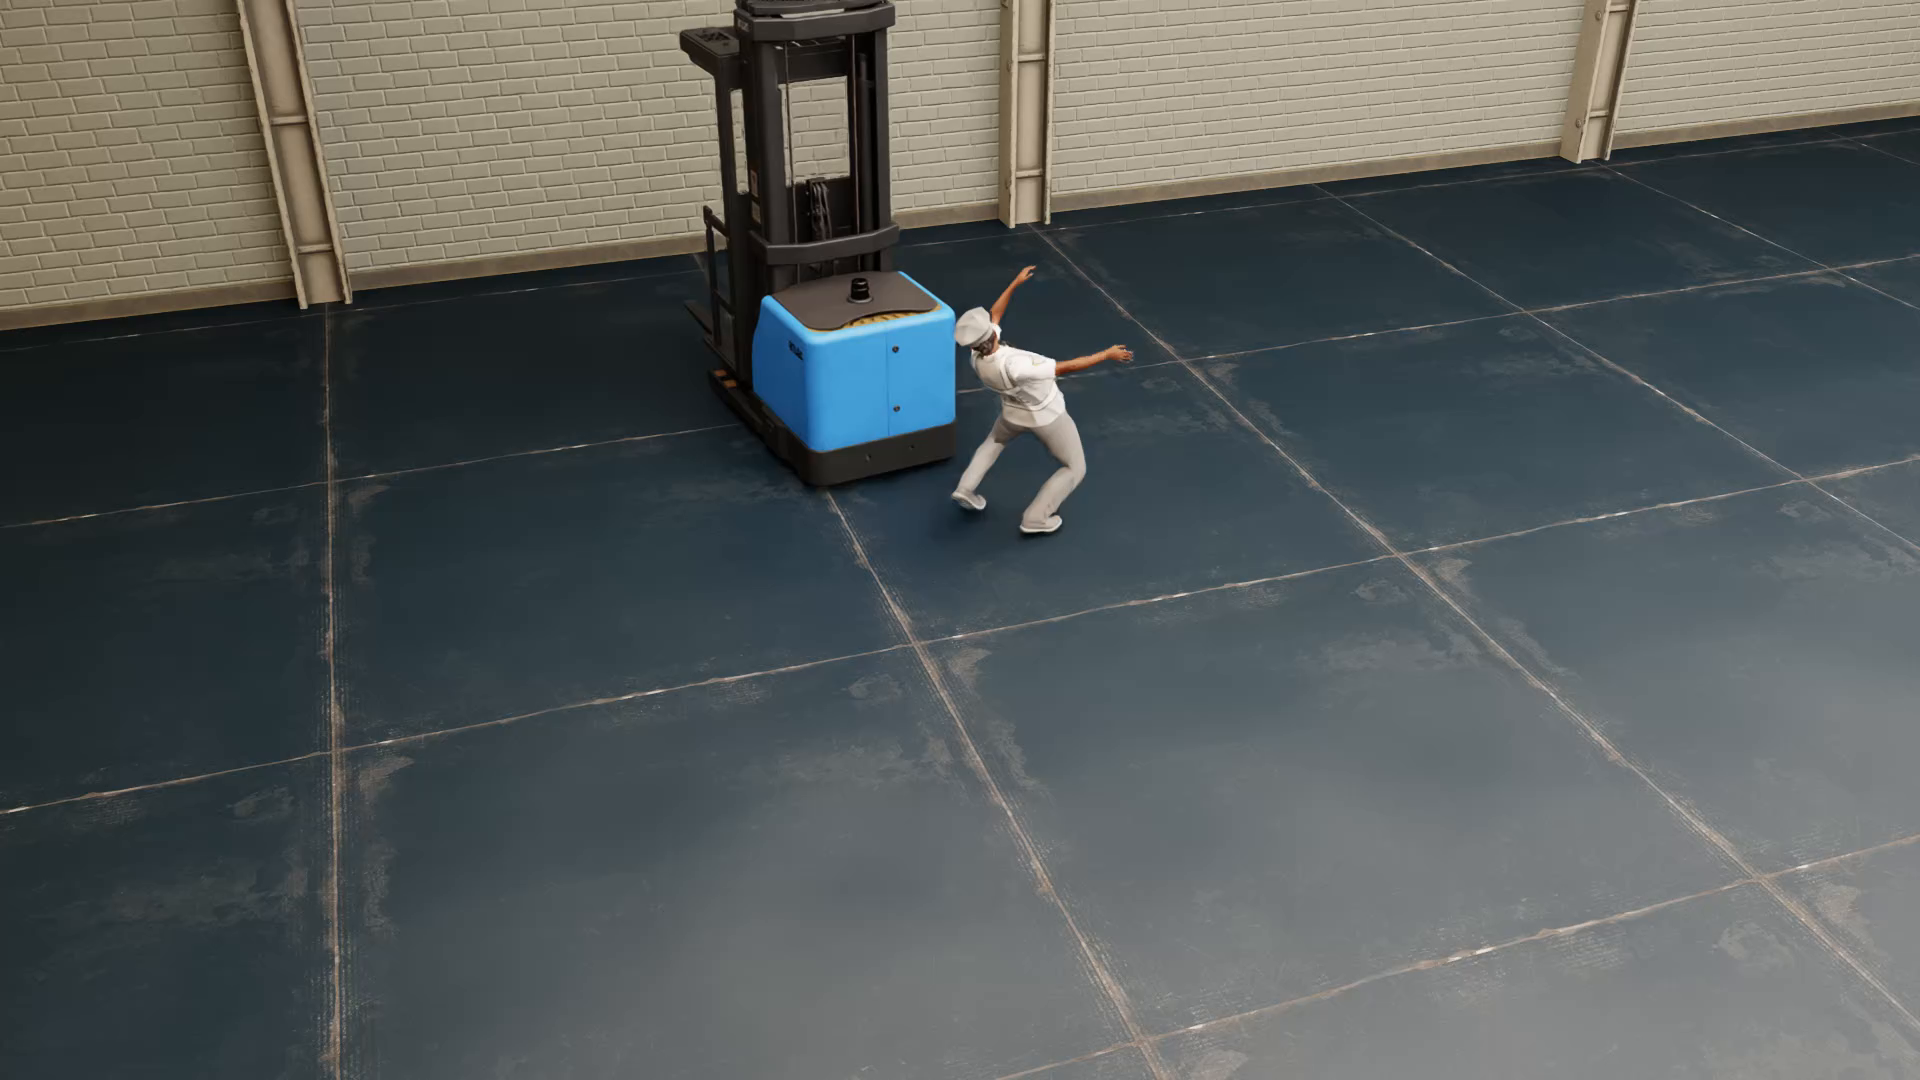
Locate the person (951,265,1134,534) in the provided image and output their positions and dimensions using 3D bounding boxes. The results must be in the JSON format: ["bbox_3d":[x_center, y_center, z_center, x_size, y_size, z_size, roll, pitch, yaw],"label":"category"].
[{"bbox_3d":[0.459,-0.725,9.725,1.002,1.540,0.710,19,35,30],"label":"person"}]

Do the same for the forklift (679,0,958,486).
[{"bbox_3d":[-1.135,-2.320,11.119,1.130,2.935,3.031,-14,33,-23],"label":"forklift"}]
